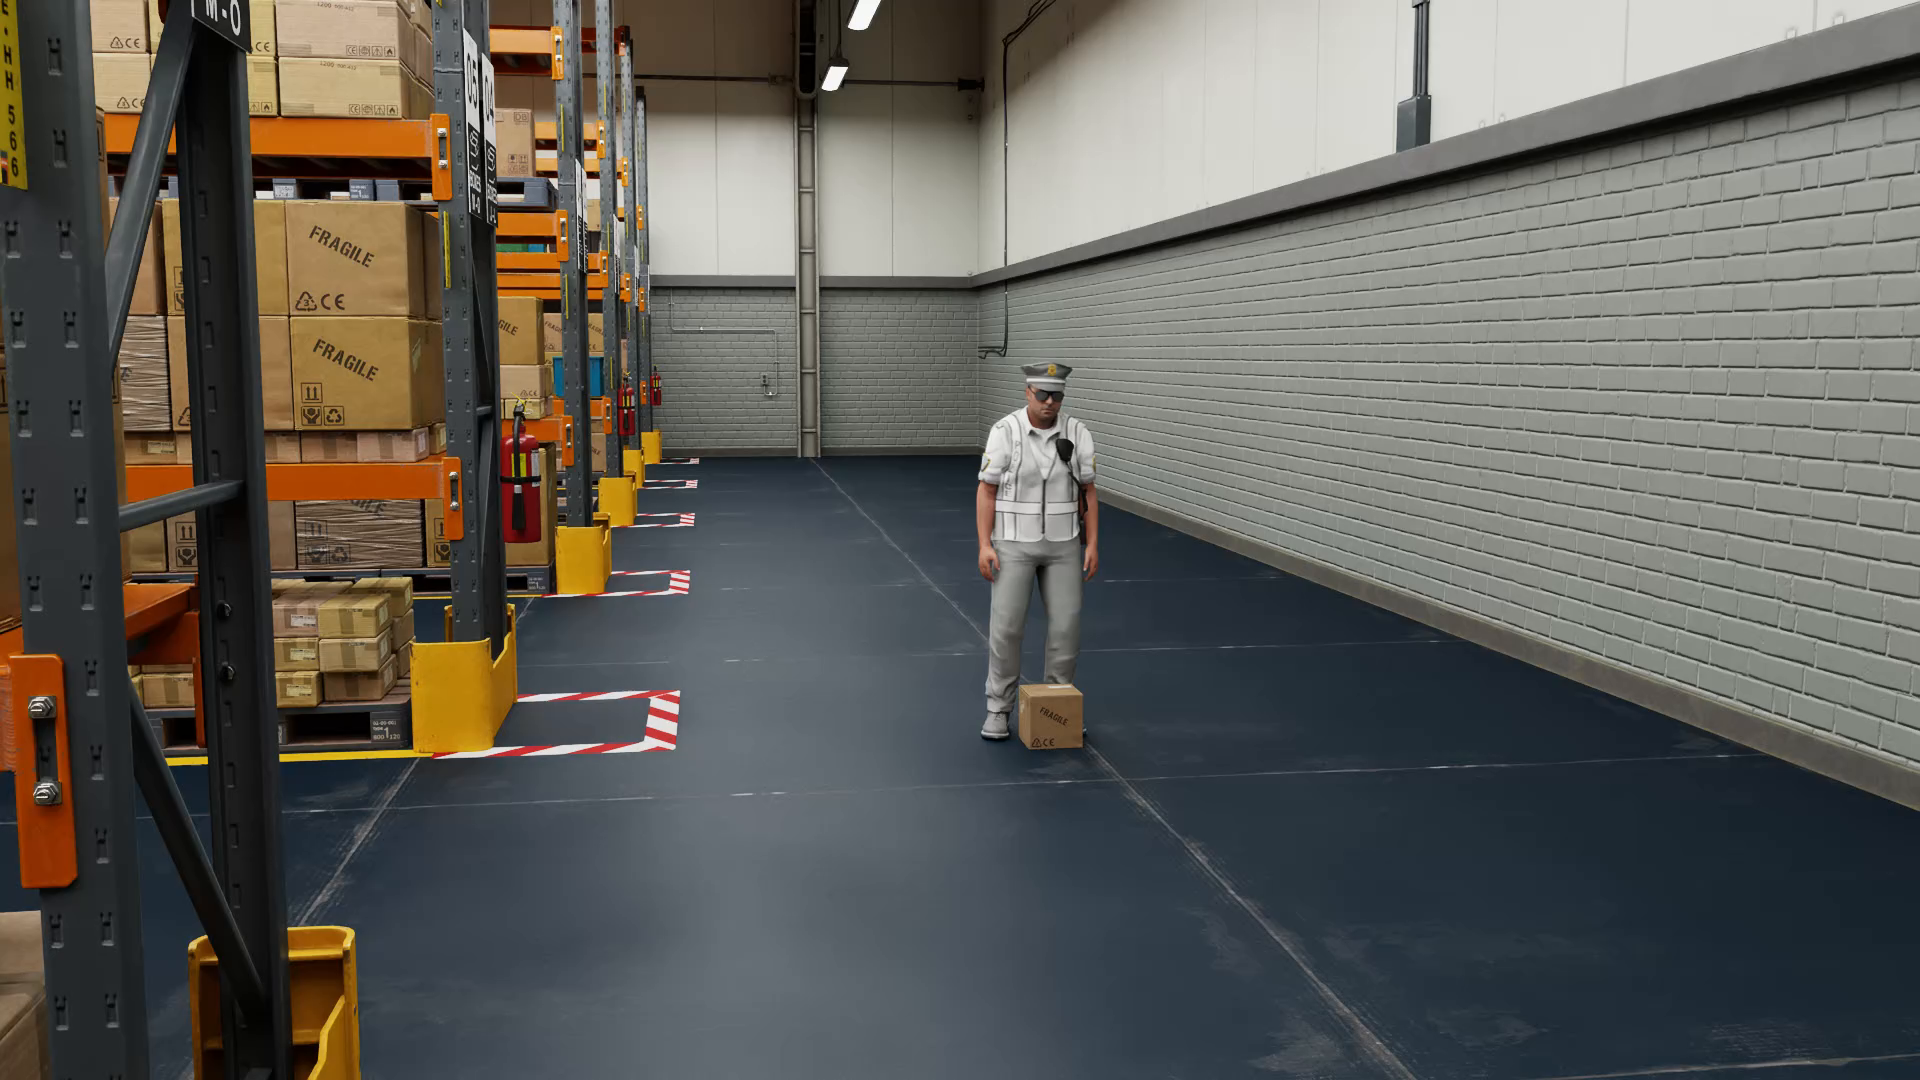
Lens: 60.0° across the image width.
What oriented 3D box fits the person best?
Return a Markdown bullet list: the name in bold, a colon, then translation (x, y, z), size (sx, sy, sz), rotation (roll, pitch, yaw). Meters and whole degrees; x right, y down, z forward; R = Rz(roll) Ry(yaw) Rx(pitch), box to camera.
- **person**: translation (0.366, 0.038, 7.849), size (0.585, 1.747, 0.435), rotation (-1, 7, -8)
